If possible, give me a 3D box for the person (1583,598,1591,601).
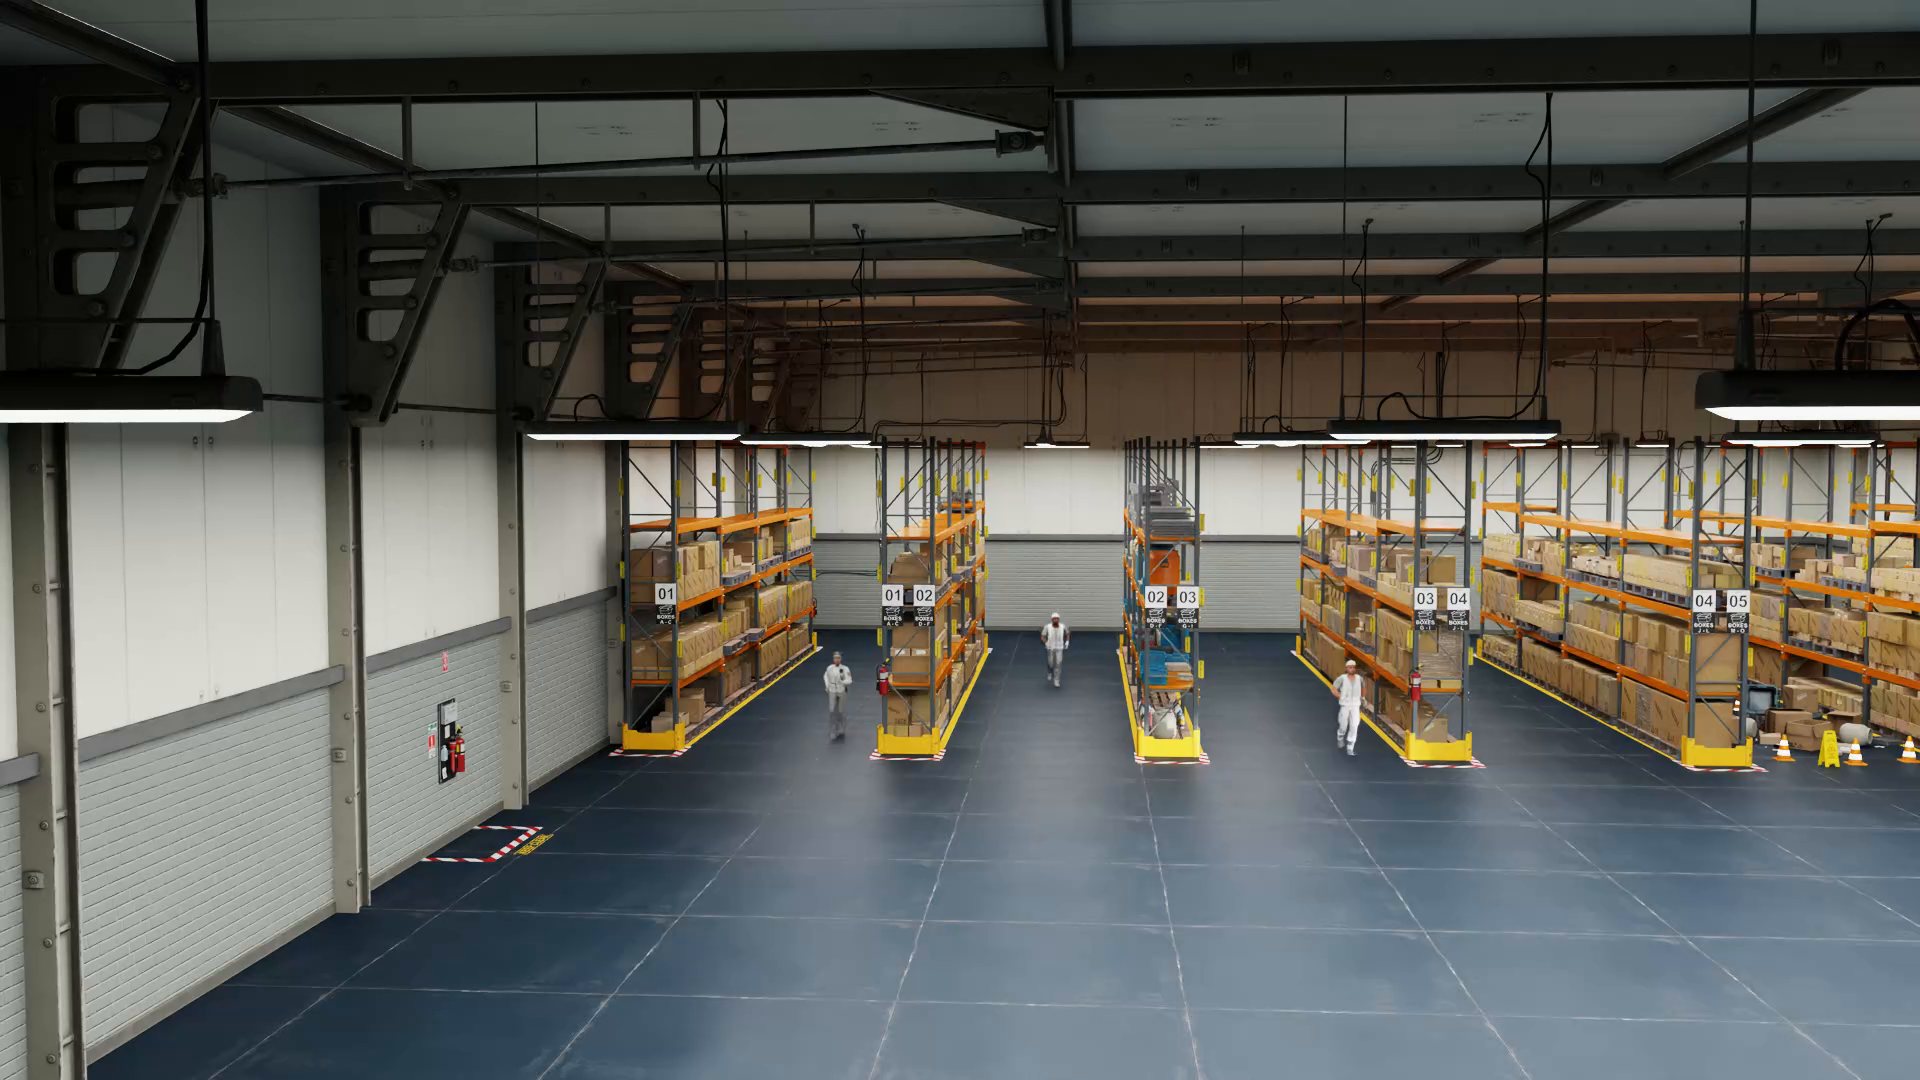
[{"bbox_3d":[16.808,2.425,44.618,0.705,1.765,0.961,0,3,-6],"label":"person"}]

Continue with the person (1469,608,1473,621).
[{"bbox_3d":[14.171,2.390,47.118,0.606,1.605,0.624,-1,3,-26],"label":"person"}]

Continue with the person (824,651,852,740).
[{"bbox_3d":[-2.460,3.095,33.302,0.577,1.751,0.717,0,3,4],"label":"person"}]

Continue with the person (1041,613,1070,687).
[{"bbox_3d":[2.339,2.669,40.695,0.709,1.775,0.770,0,3,-2],"label":"person"}]

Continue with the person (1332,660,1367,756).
[{"bbox_3d":[7.368,3.147,31.464,0.684,1.771,0.796,0,3,-1],"label":"person"}]
